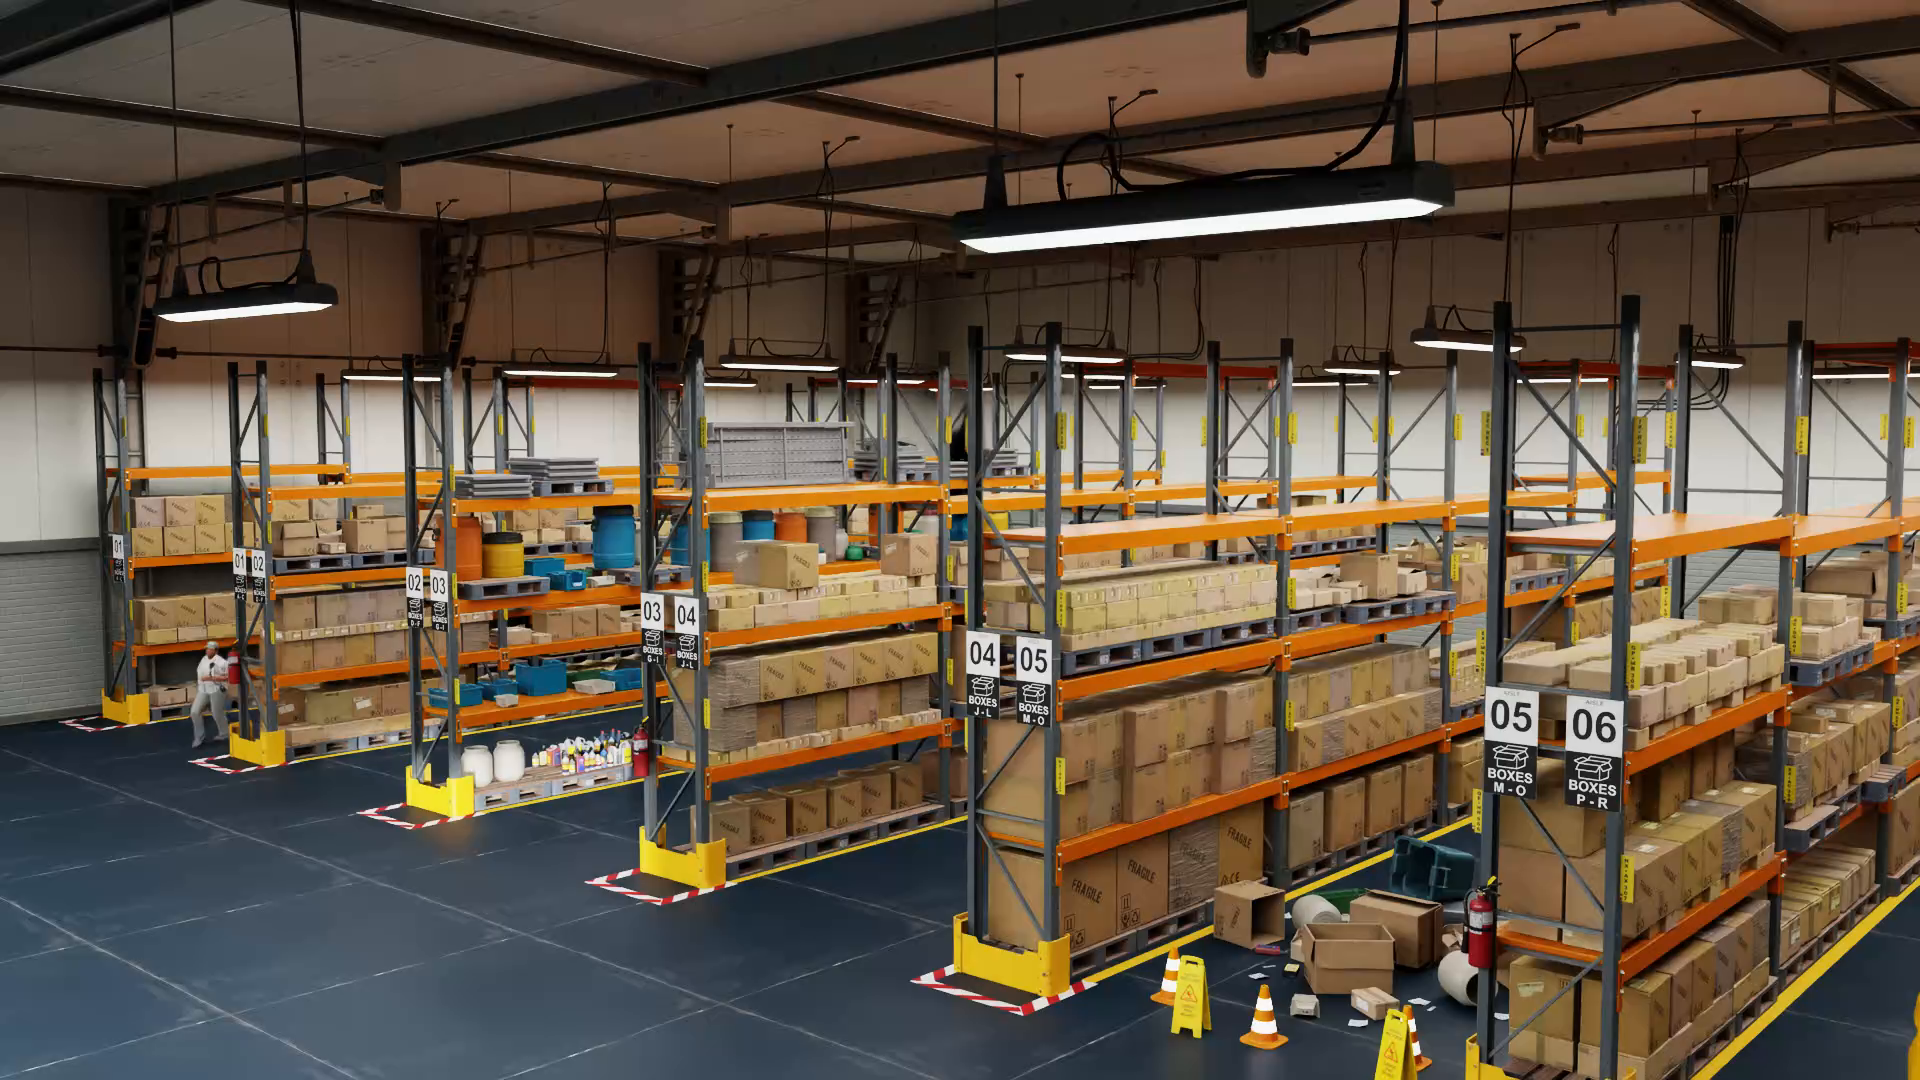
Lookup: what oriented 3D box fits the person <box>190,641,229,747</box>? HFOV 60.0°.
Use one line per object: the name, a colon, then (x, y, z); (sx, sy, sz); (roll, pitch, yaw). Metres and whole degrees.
person: (-11.809, 2.431, 26.281); (0.607, 1.694, 0.737); (1, 4, 14)
